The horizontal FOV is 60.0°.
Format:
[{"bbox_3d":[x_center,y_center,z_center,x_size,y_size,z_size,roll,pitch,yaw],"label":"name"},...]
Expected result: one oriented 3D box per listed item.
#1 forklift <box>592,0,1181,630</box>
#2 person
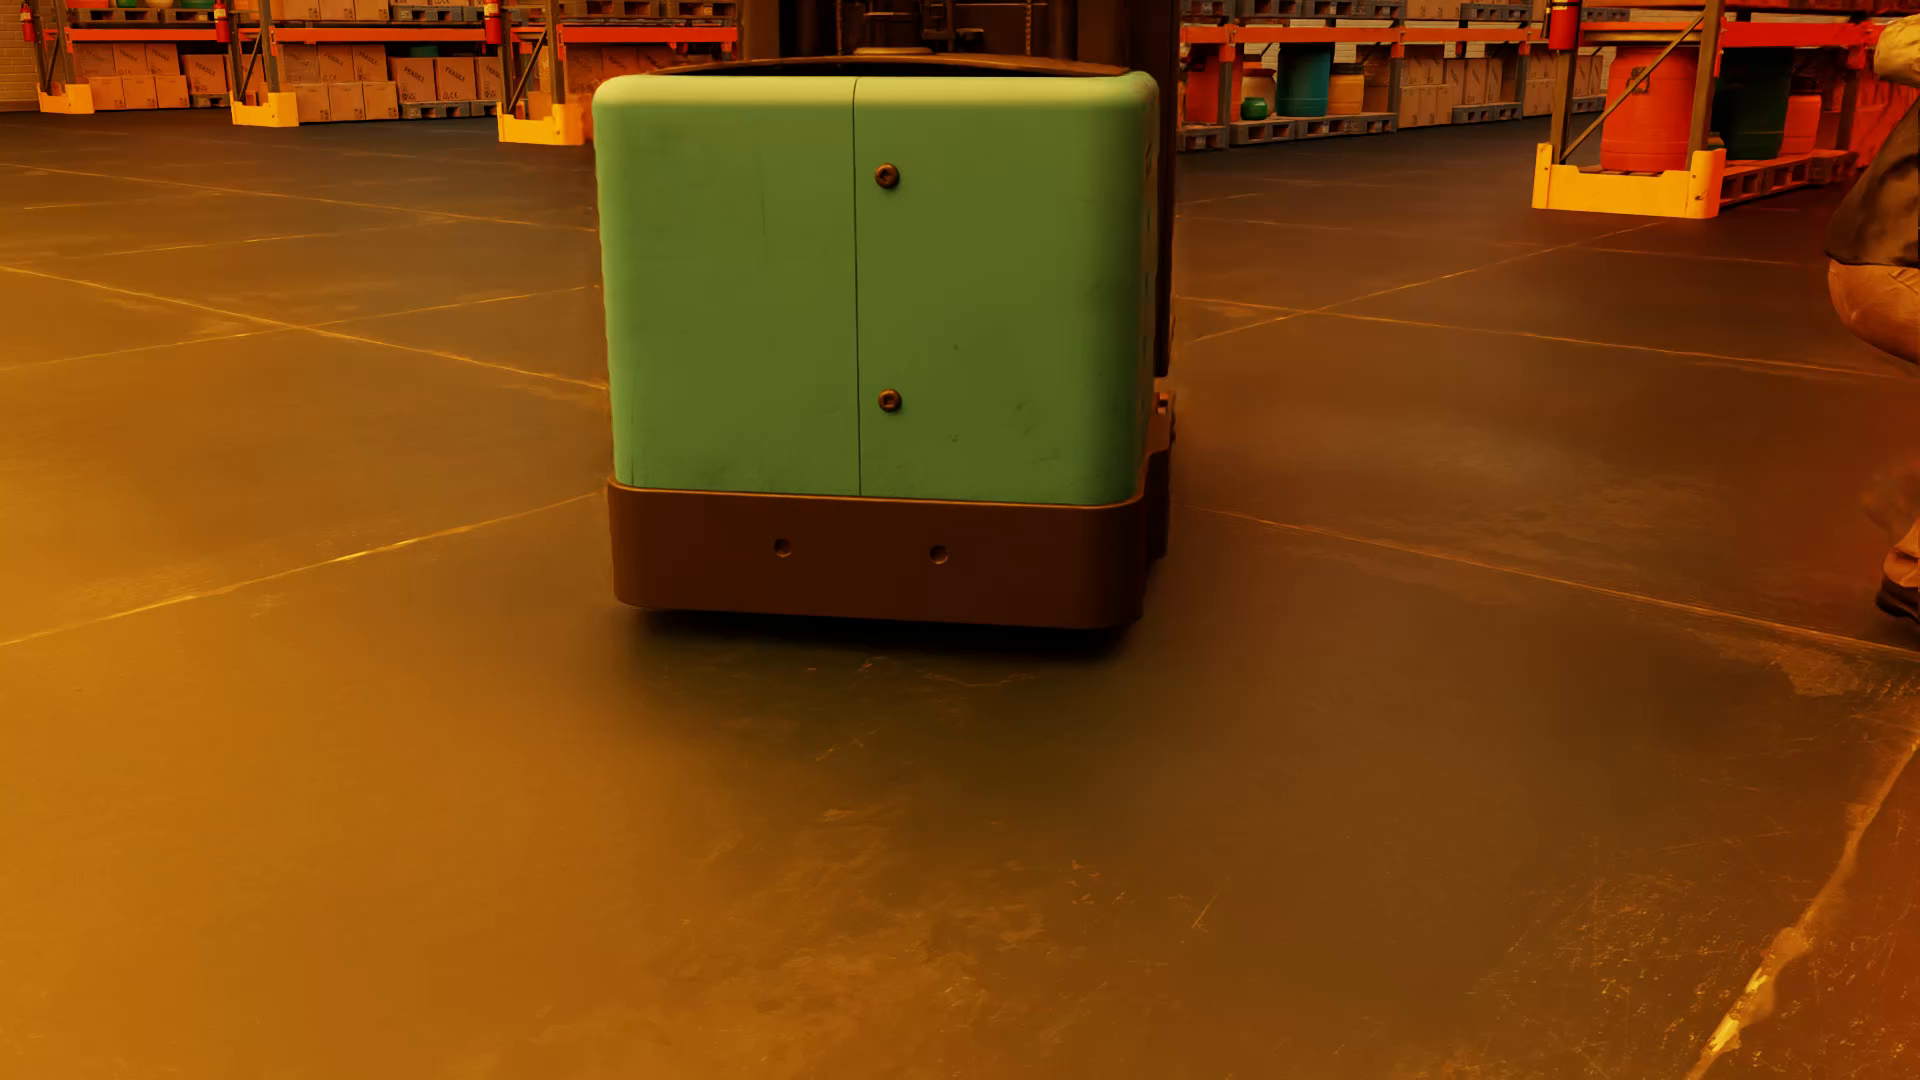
[{"bbox_3d":[0.030,-1.617,4.222,1.130,2.935,3.031,2,17,8],"label":"forklift"},{"bbox_3d":[2.108,-0.495,3.123,0.782,1.464,0.916,-8,19,-24],"label":"person"}]
